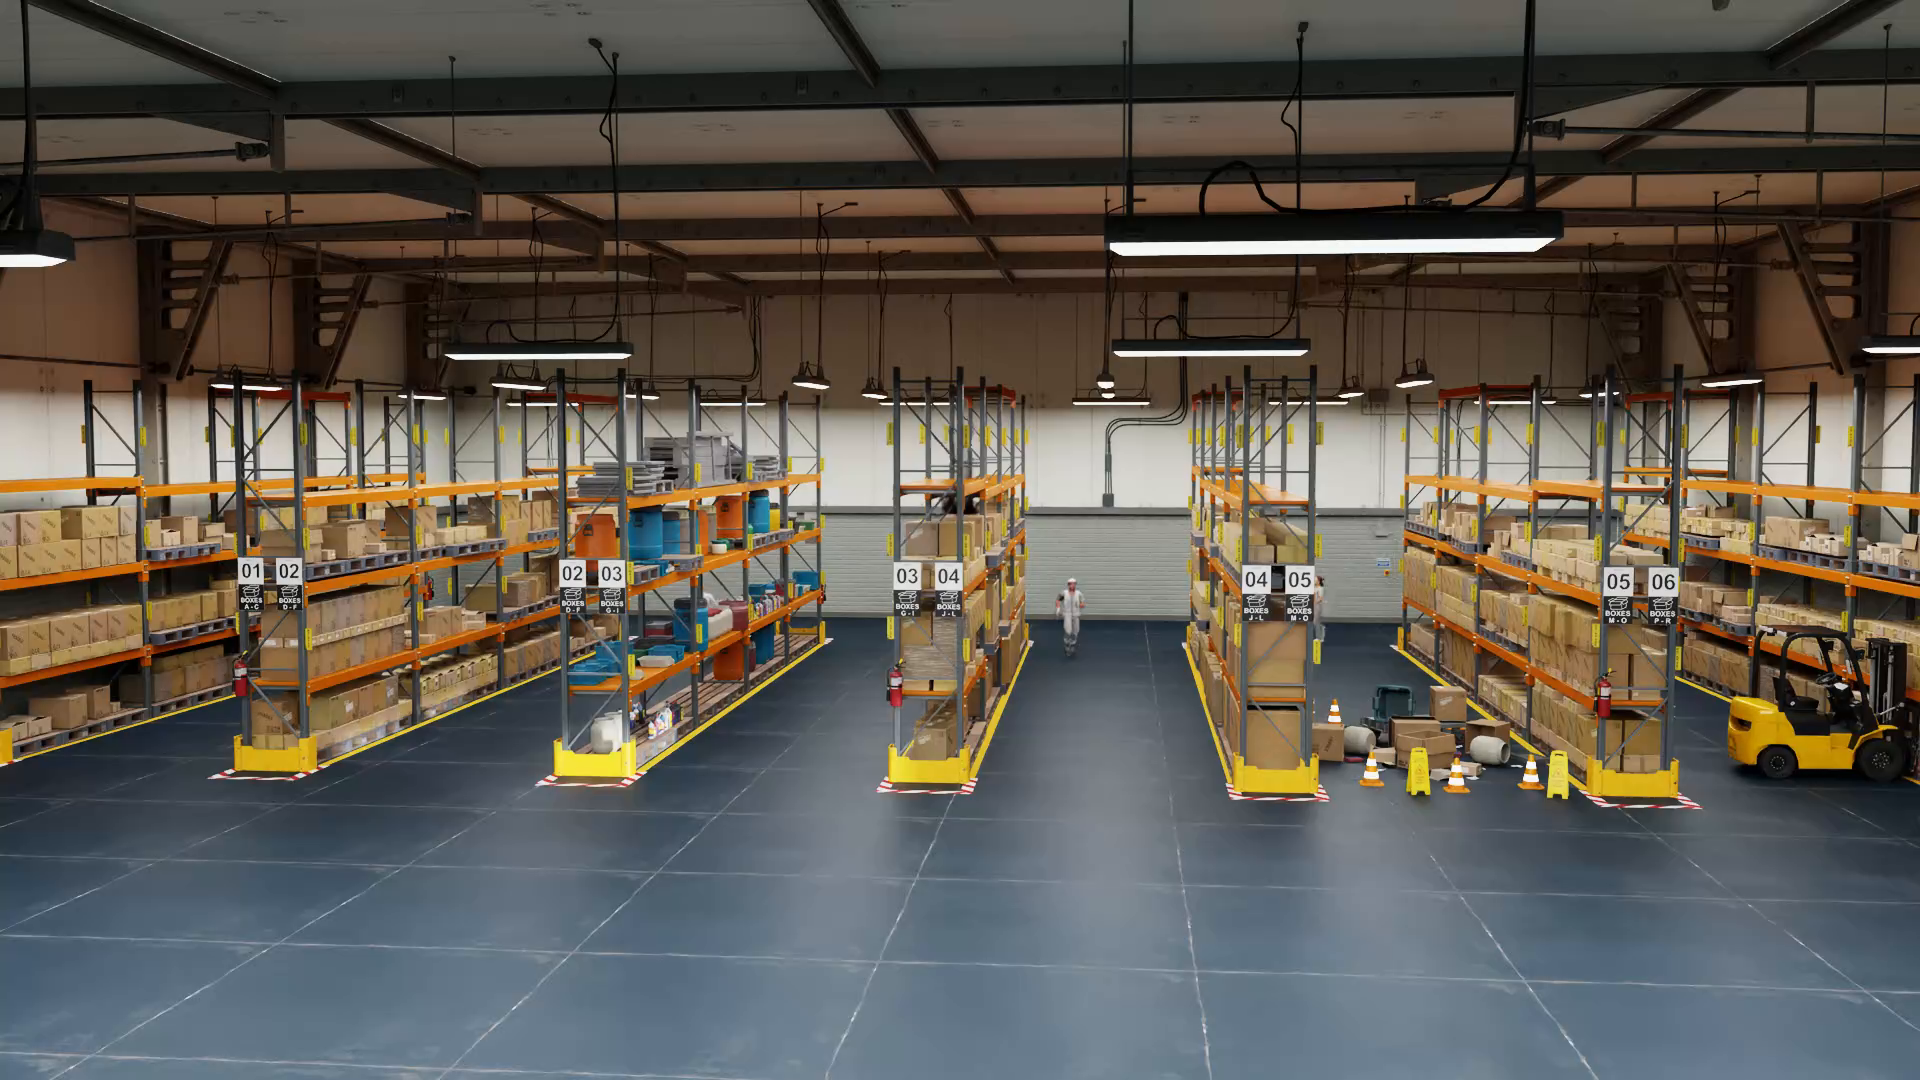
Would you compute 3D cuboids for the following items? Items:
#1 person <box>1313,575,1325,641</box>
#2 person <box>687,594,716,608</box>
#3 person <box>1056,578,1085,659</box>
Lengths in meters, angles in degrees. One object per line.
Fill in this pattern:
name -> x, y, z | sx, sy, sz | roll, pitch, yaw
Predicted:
person -> 8.663, 1.673, 40.525 | 0.556, 1.630, 0.559 | -1, 4, -9
person -> -5.772, 1.838, 36.768 | 0.734, 1.773, 1.069 | 0, 4, -1
person -> 2.517, 1.773, 37.650 | 0.644, 1.822, 0.741 | 0, 4, -7
